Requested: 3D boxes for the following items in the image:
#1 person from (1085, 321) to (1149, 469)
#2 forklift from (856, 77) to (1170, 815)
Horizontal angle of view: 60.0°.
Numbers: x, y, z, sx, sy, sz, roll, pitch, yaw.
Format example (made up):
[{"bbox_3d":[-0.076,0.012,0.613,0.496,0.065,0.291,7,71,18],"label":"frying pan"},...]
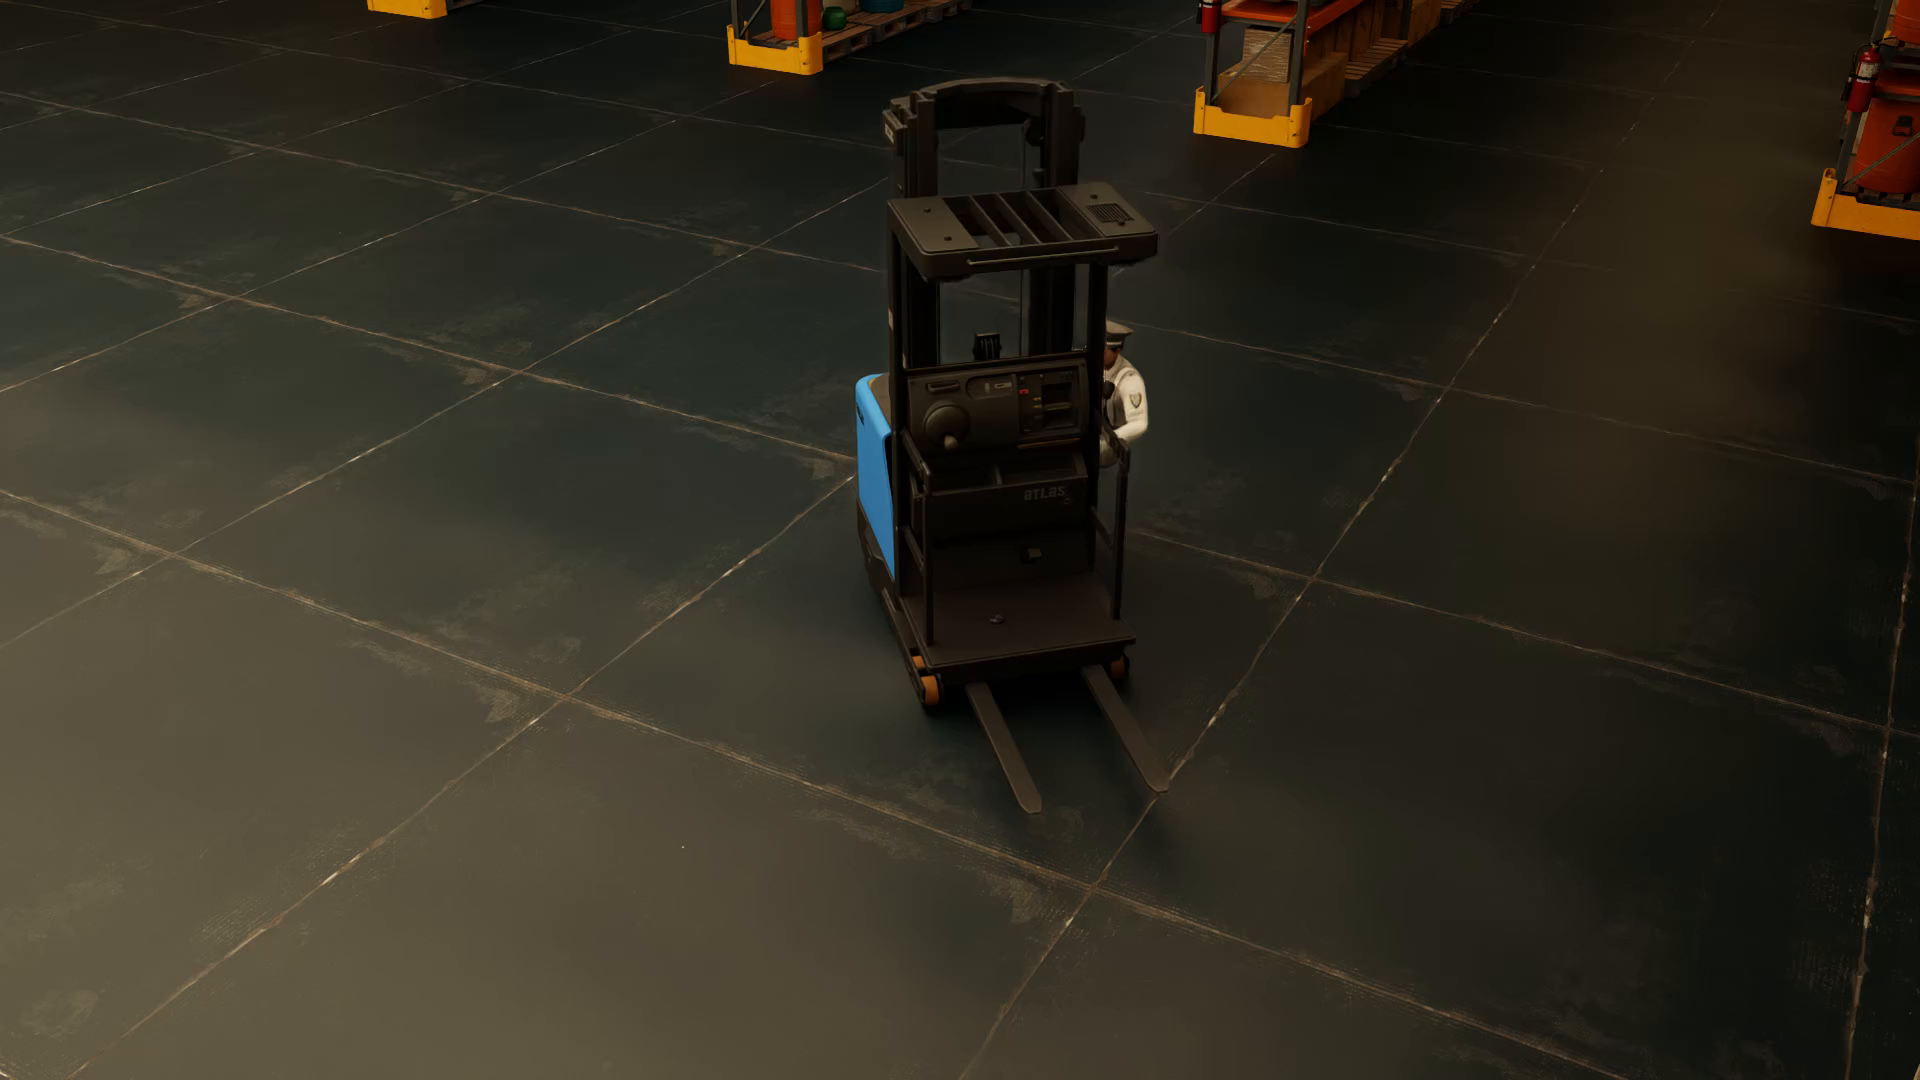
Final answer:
[{"bbox_3d":[0.653,-0.528,9.461,0.820,1.446,0.793,23,37,34],"label":"person"},{"bbox_3d":[0.253,-0.625,8.154,1.130,2.935,3.031,-7,31,-13],"label":"forklift"}]
